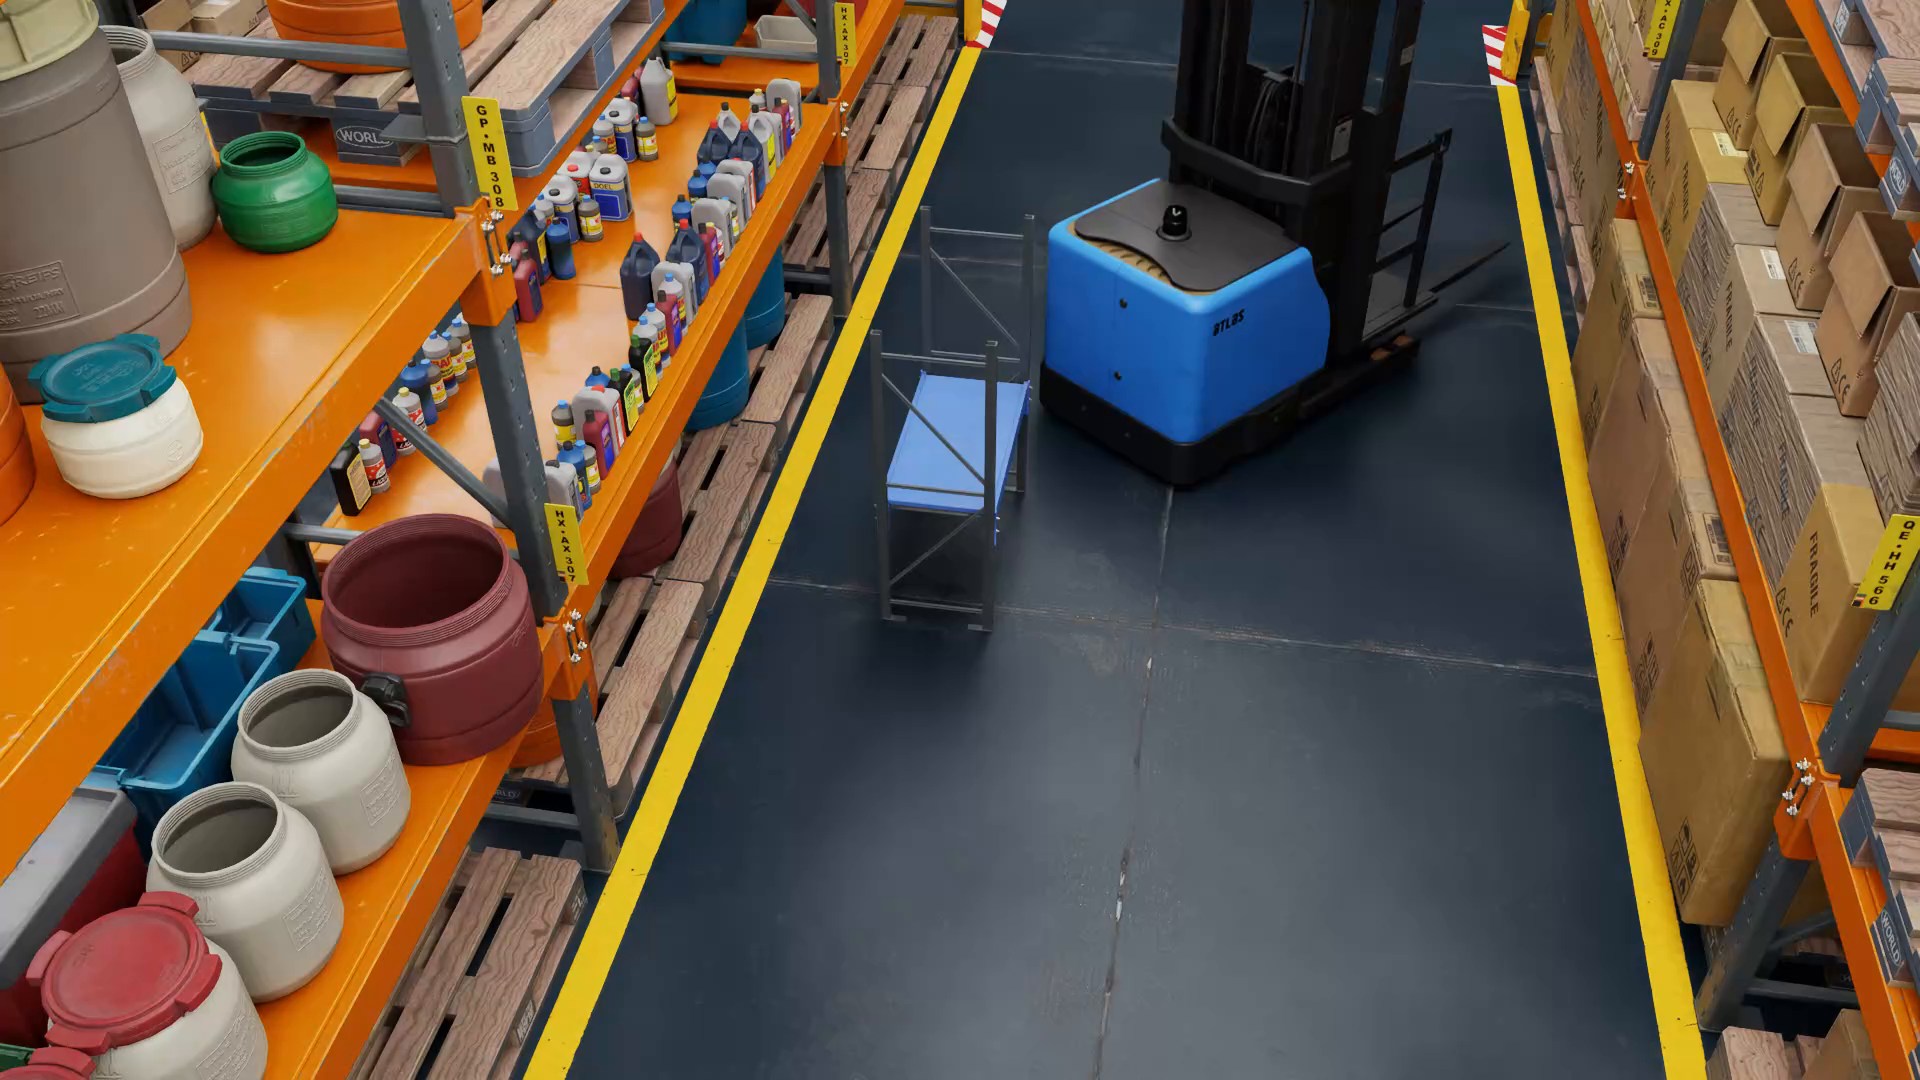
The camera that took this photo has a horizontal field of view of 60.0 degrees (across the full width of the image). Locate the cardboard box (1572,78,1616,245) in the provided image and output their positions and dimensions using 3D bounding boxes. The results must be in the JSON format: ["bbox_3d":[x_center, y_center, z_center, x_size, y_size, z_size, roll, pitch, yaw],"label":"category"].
[{"bbox_3d":[4.112,-2.255,9.558,0.875,0.875,0.875,6,40,8],"label":"cardboard box"}]

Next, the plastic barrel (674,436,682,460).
[{"bbox_3d":[-1.534,-0.562,7.796,0.421,0.512,0.421,0,40,0],"label":"plastic barrel"}]

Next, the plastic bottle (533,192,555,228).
[{"bbox_3d":[-1.818,-1.393,7.279,0.097,0.271,0.097,0,40,0],"label":"plastic bottle"}]

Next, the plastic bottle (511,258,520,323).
[{"bbox_3d":[-1.891,-1.072,6.828,0.144,0.351,0.185,6,40,8],"label":"plastic bottle"}]

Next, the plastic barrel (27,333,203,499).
[{"bbox_3d":[-1.797,-0.256,3.557,0.301,0.262,0.301,0,40,0],"label":"plastic barrel"}]

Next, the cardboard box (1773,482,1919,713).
[{"bbox_3d":[2.912,0.193,5.181,0.500,0.500,0.500,8,40,9],"label":"cardboard box"}]

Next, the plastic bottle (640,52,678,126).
[{"bbox_3d":[-1.502,-2.258,8.263,0.144,0.351,0.185,6,40,8],"label":"plastic bottle"}]

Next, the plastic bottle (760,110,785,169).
[{"bbox_3d":[-0.928,-1.928,7.922,0.152,0.276,0.135,6,40,8],"label":"plastic bottle"}]

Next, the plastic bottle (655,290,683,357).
[{"bbox_3d":[-1.169,-0.888,6.659,0.061,0.283,0.133,6,40,8],"label":"plastic bottle"}]

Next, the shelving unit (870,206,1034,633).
[{"bbox_3d":[-0.015,-0.524,7.304,0.538,1.500,1.048,6,40,8],"label":"shelving unit"}]

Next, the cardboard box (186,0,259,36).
[{"bbox_3d":[-5.346,-3.695,11.775,0.500,0.250,0.500,6,40,8],"label":"cardboard box"}]

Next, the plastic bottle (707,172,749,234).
[{"bbox_3d":[-1.039,-1.527,7.437,0.152,0.276,0.135,6,40,8],"label":"plastic bottle"}]

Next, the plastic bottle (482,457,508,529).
[{"bbox_3d":[-1.564,-0.182,5.811,0.152,0.276,0.135,6,40,8],"label":"plastic bottle"}]

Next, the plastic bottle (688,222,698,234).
[{"bbox_3d":[-1.155,-1.227,7.077,0.097,0.271,0.097,0,40,0],"label":"plastic bottle"}]

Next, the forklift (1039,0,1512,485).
[{"bbox_3d":[1.841,-2.207,8.217,3.031,2.935,1.130,-30,48,-31],"label":"forklift"}]

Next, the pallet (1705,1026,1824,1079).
[{"bbox_3d":[2.934,2.134,5.100,1.003,0.211,1.213,6,40,8],"label":"pallet"}]

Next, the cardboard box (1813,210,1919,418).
[{"bbox_3d":[3.329,-0.722,5.500,0.797,0.503,0.637,7,40,9],"label":"cardboard box"}]

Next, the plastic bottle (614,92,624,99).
[{"bbox_3d":[-1.640,-2.036,8.056,0.097,0.271,0.097,0,40,0],"label":"plastic bottle"}]

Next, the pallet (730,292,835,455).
[{"bbox_3d":[-1.290,-0.933,8.810,1.003,0.211,1.213,6,40,8],"label":"pallet"}]

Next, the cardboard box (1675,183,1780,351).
[{"bbox_3d":[3.264,-1.089,6.732,0.500,0.500,0.500,6,40,7],"label":"cardboard box"}]

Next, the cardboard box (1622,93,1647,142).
[{"bbox_3d":[3.493,-2.072,8.196,0.380,0.149,0.250,7,40,8],"label":"cardboard box"}]

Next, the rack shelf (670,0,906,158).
[{"bbox_3d":[-0.769,-3.466,10.249,1.077,0.370,4.000,6,40,8],"label":"rack shelf"}]

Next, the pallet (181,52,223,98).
[{"bbox_3d":[-5.664,-3.160,11.504,1.003,0.211,1.213,6,40,8],"label":"pallet"}]

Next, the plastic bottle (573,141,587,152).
[{"bbox_3d":[-1.752,-1.702,7.643,0.061,0.283,0.133,6,40,8],"label":"plastic bottle"}]

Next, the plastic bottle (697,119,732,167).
[{"bbox_3d":[-1.126,-1.756,7.655,0.144,0.351,0.185,6,40,8],"label":"plastic bottle"}]

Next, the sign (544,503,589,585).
[{"bbox_3d":[-1.264,0.016,5.345,0.100,0.325,0.005,6,40,8],"label":"sign"}]

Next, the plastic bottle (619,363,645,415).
[{"bbox_3d":[-1.264,-0.581,6.351,0.097,0.201,0.097,0,40,0],"label":"plastic bottle"}]

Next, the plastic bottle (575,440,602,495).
[{"bbox_3d":[-1.350,-0.268,5.972,0.097,0.201,0.097,0,40,0],"label":"plastic bottle"}]

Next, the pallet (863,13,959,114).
[{"bbox_3d":[-0.604,-3.410,11.806,1.003,0.211,1.213,6,40,8],"label":"pallet"}]

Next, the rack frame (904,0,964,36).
[{"bbox_3d":[-0.423,-4.998,11.538,1.000,3.000,0.127,6,40,8],"label":"rack frame"}]

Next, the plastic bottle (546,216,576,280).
[{"bbox_3d":[-1.709,-1.255,7.112,0.097,0.271,0.097,0,40,0],"label":"plastic bottle"}]

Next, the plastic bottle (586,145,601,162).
[{"bbox_3d":[-1.714,-1.741,7.755,0.097,0.201,0.097,0,40,0],"label":"plastic bottle"}]

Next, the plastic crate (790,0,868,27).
[{"bbox_3d":[-0.713,-3.068,9.106,0.402,0.464,0.583,6,40,8],"label":"plastic crate"}]

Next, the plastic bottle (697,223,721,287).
[{"bbox_3d":[-1.074,-1.234,7.077,0.061,0.283,0.133,6,40,8],"label":"plastic bottle"}]

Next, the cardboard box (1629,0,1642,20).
[{"bbox_3d":[3.670,-2.919,8.320,0.500,0.500,0.500,7,40,8],"label":"cardboard box"}]

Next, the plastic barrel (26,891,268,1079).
[{"bbox_3d":[-1.916,1.172,3.968,0.433,0.535,0.433,0,40,0],"label":"plastic barrel"}]

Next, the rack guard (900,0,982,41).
[{"bbox_3d":[-0.431,-4.051,12.354,1.175,0.500,0.348,6,40,8],"label":"rack guard"}]

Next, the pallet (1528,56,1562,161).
[{"bbox_3d":[4.394,-2.867,11.149,1.003,0.211,1.213,6,40,8],"label":"pallet"}]

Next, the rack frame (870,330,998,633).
[{"bbox_3d":[-0.103,-0.205,6.918,0.500,1.500,0.032,6,40,8],"label":"rack frame"}]

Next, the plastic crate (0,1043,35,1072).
[{"bbox_3d":[-2.476,1.491,3.856,0.450,0.188,0.662,6,40,8],"label":"plastic crate"}]

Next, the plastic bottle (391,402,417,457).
[{"bbox_3d":[-2.079,-0.417,6.153,0.097,0.201,0.097,0,40,0],"label":"plastic bottle"}]

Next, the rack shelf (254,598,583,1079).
[{"bbox_3d":[-2.153,1.555,4.176,1.077,0.370,4.000,6,40,8],"label":"rack shelf"}]

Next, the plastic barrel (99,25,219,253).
[{"bbox_3d":[-2.163,-1.015,4.279,0.421,0.512,0.421,0,40,0],"label":"plastic barrel"}]

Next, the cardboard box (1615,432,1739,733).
[{"bbox_3d":[3.373,0.236,6.545,1.225,0.875,0.875,7,40,8],"label":"cardboard box"}]

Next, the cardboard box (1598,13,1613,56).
[{"bbox_3d":[3.671,-2.718,8.978,0.380,0.149,0.250,7,40,9],"label":"cardboard box"}]

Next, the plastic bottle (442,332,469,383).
[{"bbox_3d":[-1.995,-0.722,6.522,0.097,0.201,0.097,0,40,0],"label":"plastic bottle"}]
